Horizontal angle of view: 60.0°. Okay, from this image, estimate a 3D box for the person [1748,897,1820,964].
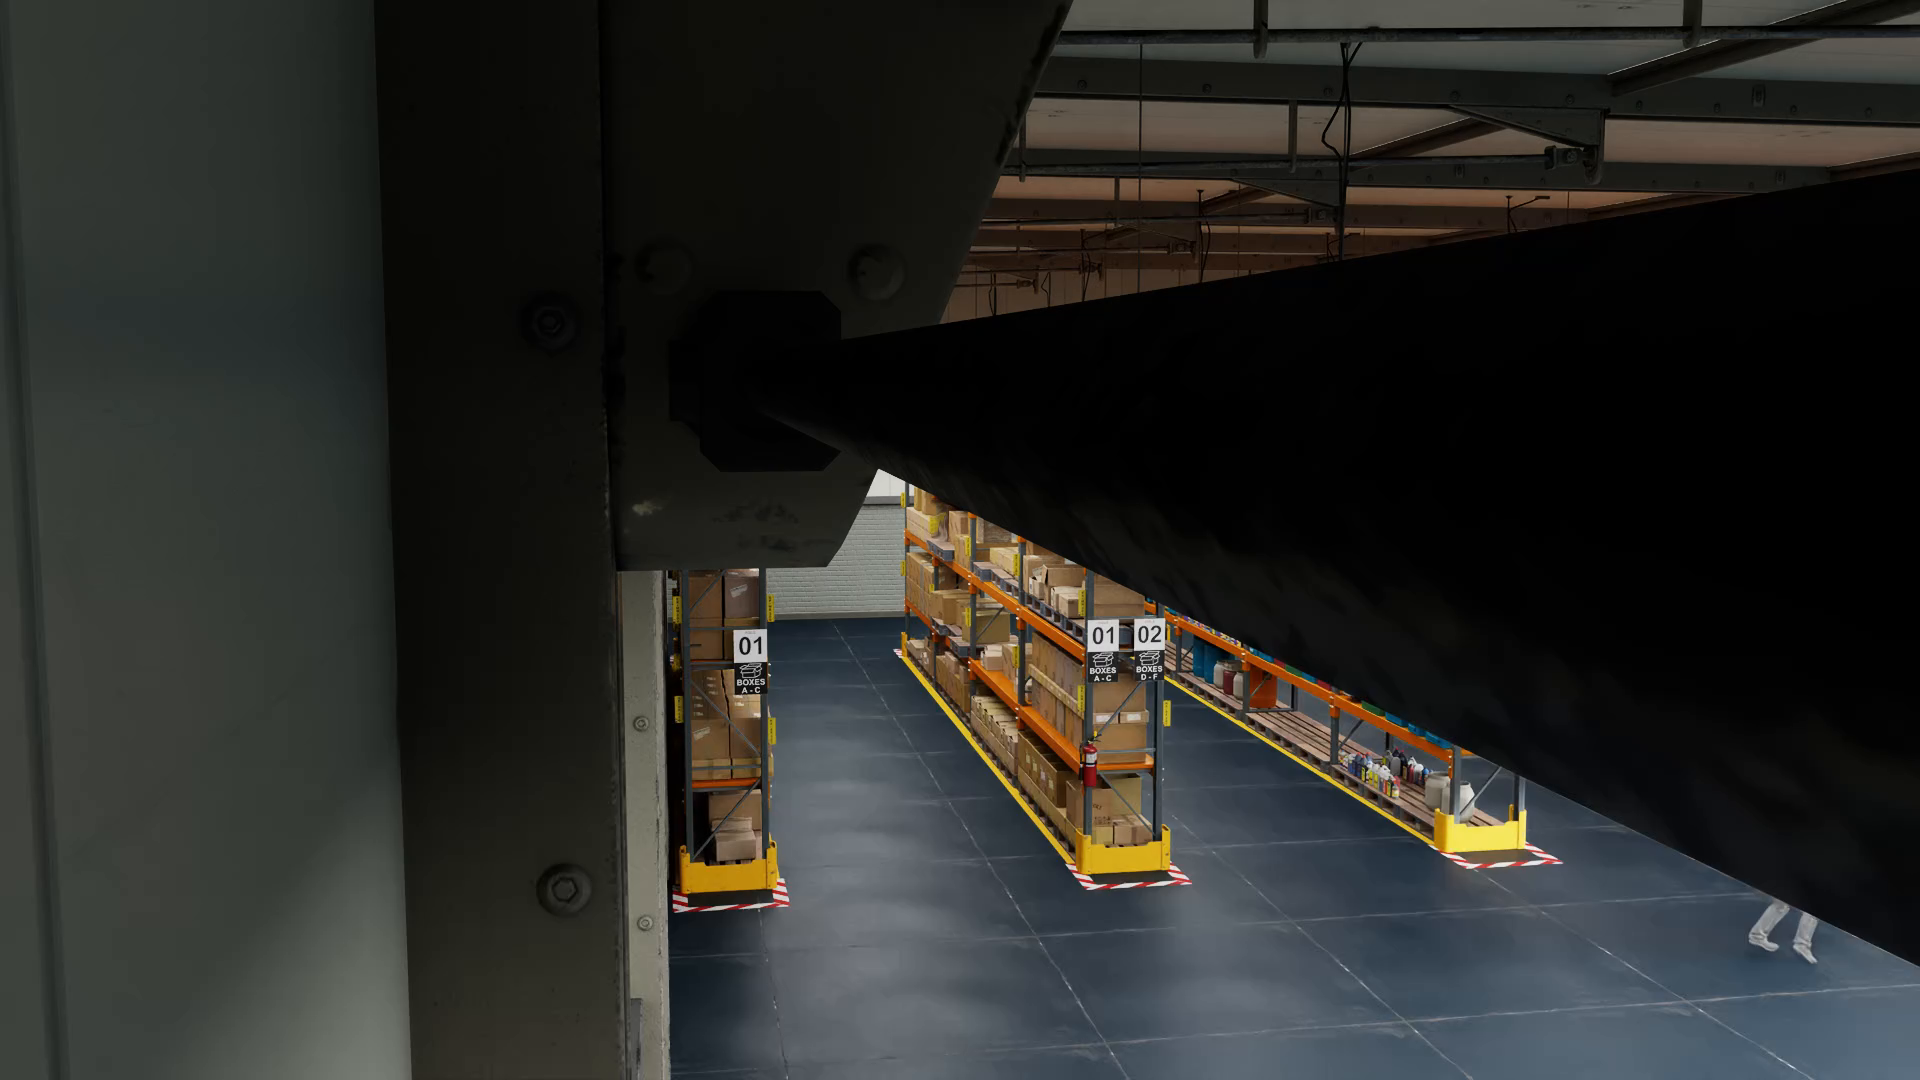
[{"bbox_3d":[8.911,3.613,17.830,0.777,1.832,0.638,1,6,11],"label":"person"}]
